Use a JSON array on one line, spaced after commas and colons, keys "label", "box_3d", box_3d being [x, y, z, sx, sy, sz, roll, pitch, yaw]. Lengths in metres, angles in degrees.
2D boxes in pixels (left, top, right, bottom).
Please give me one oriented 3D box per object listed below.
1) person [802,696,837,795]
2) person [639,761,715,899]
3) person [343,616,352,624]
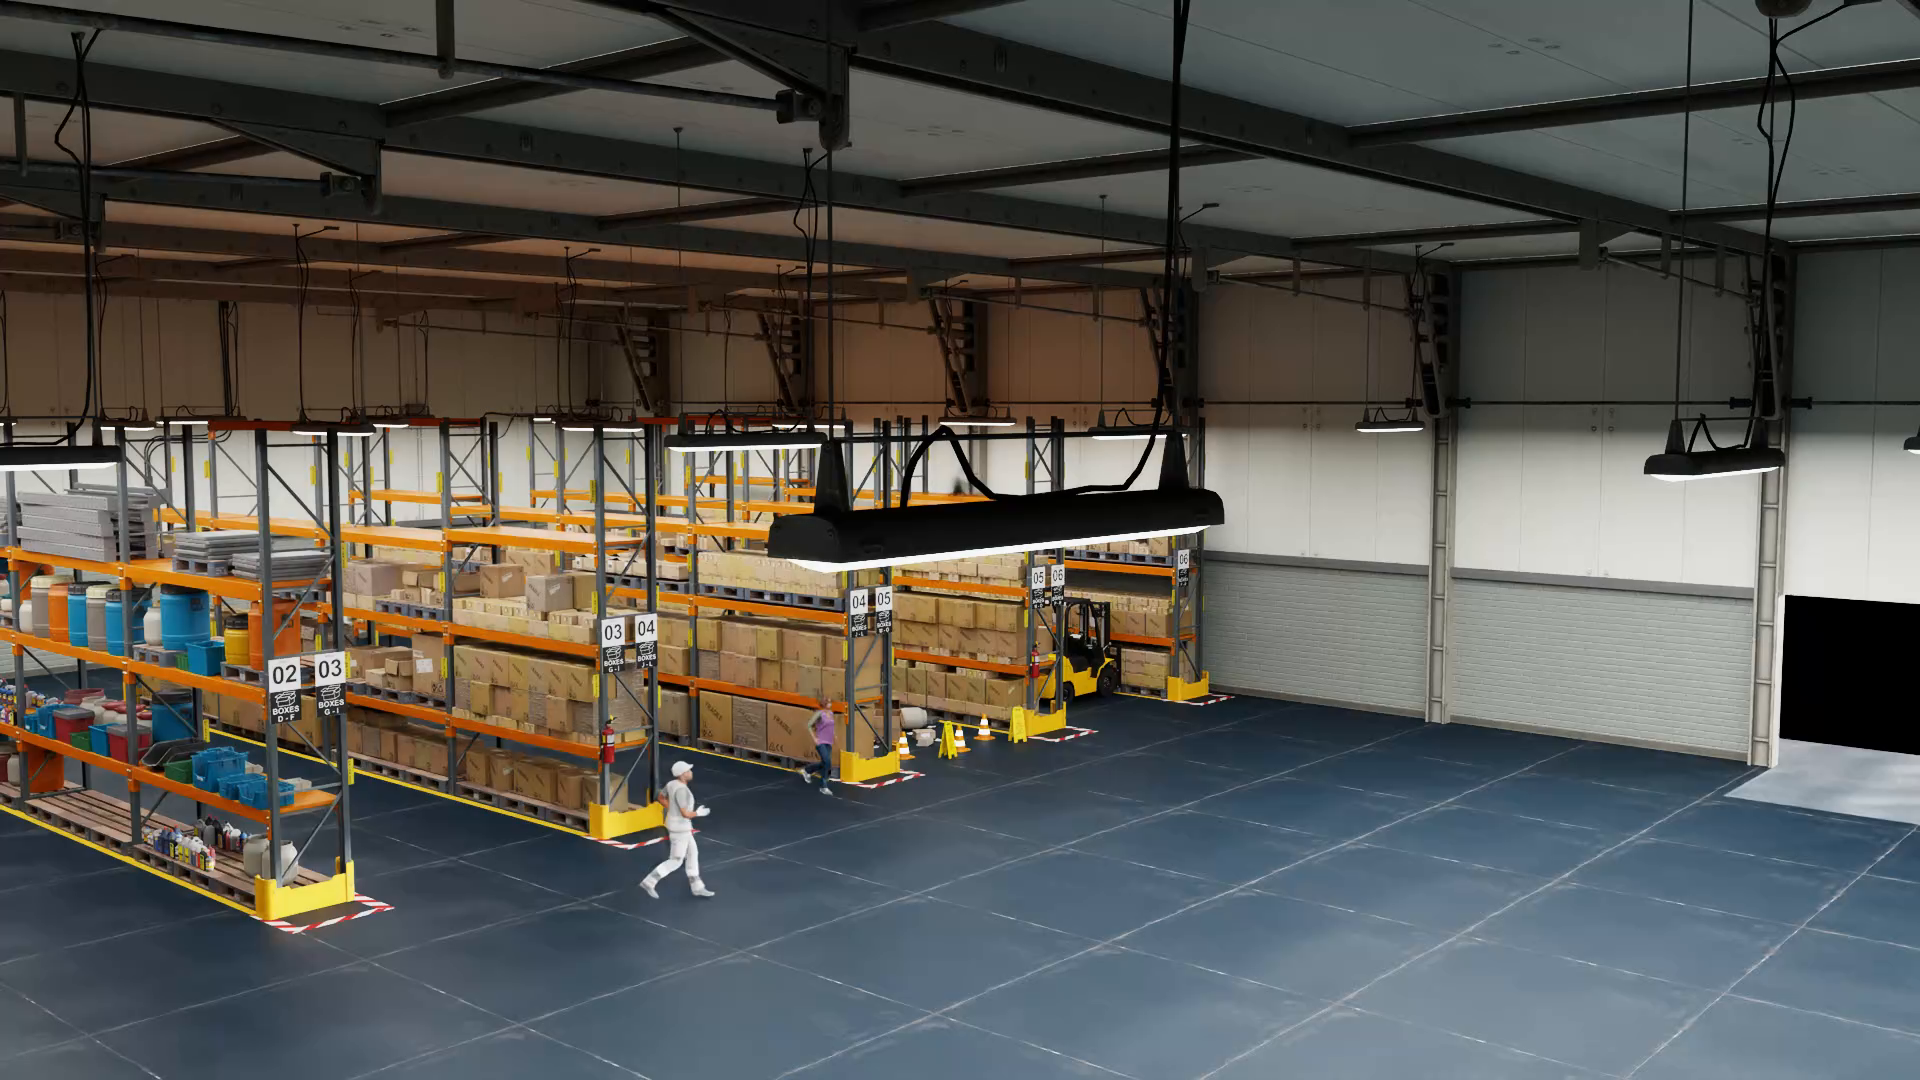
[{"label": "person", "box_3d": [-2.265, 3.321, 27.087, 0.692, 1.572, 0.582, 3, 6, 34]}, {"label": "person", "box_3d": [-3.596, 3.687, 21.054, 0.992, 1.791, 0.669, -2, 5, -21]}, {"label": "person", "box_3d": [-14.388, 2.224, 39.120, 0.634, 1.819, 0.722, 3, 5, 29]}]
